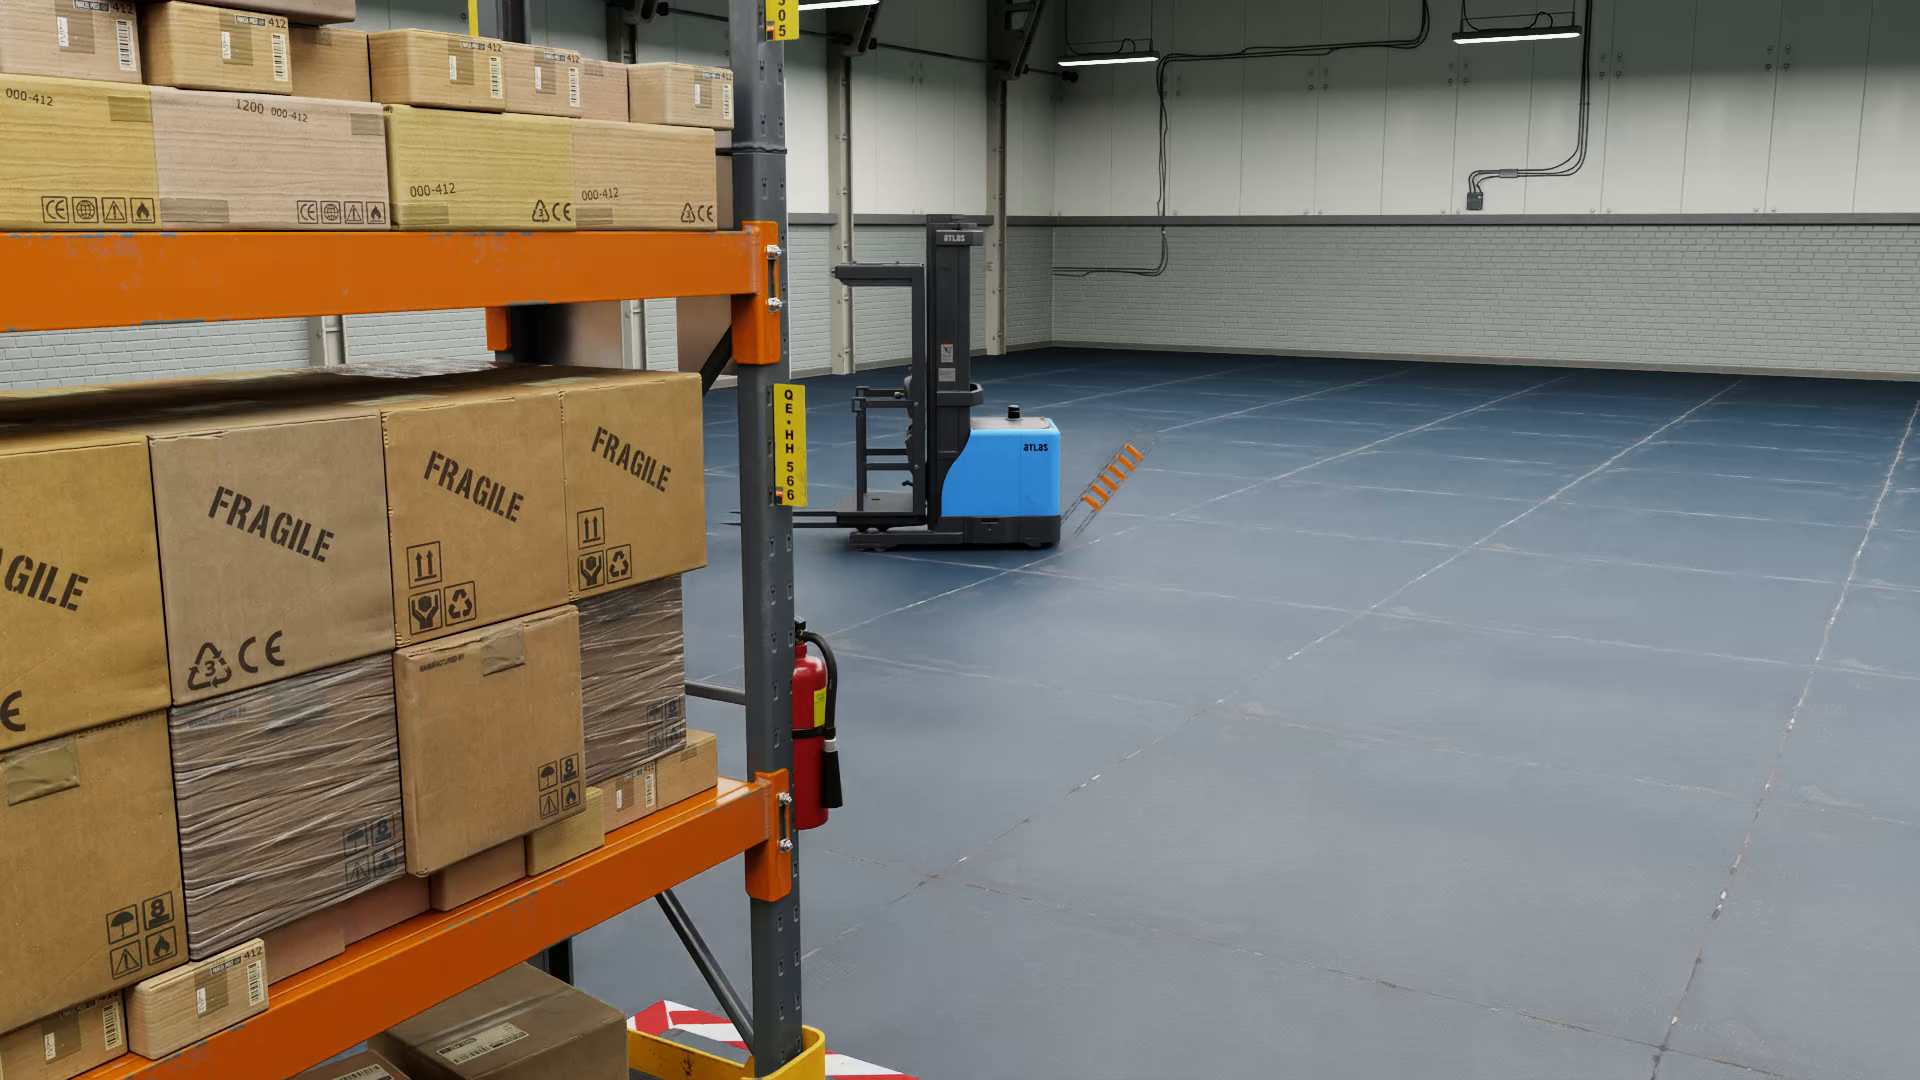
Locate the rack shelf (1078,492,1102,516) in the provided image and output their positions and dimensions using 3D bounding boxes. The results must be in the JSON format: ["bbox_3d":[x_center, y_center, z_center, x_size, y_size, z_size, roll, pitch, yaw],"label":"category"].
[{"bbox_3d":[1.199,-0.338,15.393,0.180,0.103,0.258,39,8,-7],"label":"rack shelf"}]

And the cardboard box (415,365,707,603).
[{"bbox_3d":[-0.991,-0.161,4.159,0.500,0.500,0.500,6,12,31],"label":"cardboard box"}]

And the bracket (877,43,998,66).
[{"bbox_3d":[-0.437,-9.913,33.963,0.076,0.066,4.783,6,12,31],"label":"bracket"}]

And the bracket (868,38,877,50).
[{"bbox_3d":[-1.784,-9.505,31.784,0.235,0.232,0.430,6,12,31],"label":"bracket"}]

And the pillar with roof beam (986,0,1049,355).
[{"bbox_3d":[4.492,-8.237,34.791,9.100,9.000,0.548,6,12,31],"label":"pillar with roof beam"}]

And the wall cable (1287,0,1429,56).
[{"bbox_3d":[8.429,-11.622,35.231,3.097,2.526,0.112,6,12,31],"label":"wall cable"}]

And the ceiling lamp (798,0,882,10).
[{"bbox_3d":[-1.864,-9.023,23.128,2.000,3.185,0.800,6,12,31],"label":"ceiling lamp"}]

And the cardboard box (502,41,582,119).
[{"bbox_3d":[-1.078,-1.024,3.740,0.380,0.149,0.250,6,12,28],"label":"cardboard box"}]

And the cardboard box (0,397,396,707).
[{"bbox_3d":[-1.508,-0.003,3.317,0.500,0.500,0.500,6,12,31],"label":"cardboard box"}]

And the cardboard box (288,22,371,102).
[{"bbox_3d":[-1.423,-0.955,3.373,0.380,0.149,0.250,7,12,31],"label":"cardboard box"}]

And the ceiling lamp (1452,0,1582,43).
[{"bbox_3d":[9.182,-9.749,27.010,2.000,3.185,0.800,6,12,31],"label":"ceiling lamp"}]

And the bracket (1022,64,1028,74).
[{"bbox_3d":[1.332,-10.448,36.824,0.235,0.232,0.430,6,12,31],"label":"bracket"}]

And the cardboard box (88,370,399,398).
[{"bbox_3d":[-1.701,-0.132,4.008,0.500,0.500,0.500,6,12,31],"label":"cardboard box"}]

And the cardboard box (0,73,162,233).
[{"bbox_3d":[-1.737,-0.646,2.807,0.500,0.250,0.500,6,12,30],"label":"cardboard box"}]

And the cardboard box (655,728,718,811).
[{"bbox_3d":[-0.889,0.604,4.554,0.380,0.149,0.250,6,12,31],"label":"cardboard box"}]

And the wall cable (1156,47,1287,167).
[{"bbox_3d":[5.784,-9.682,37.229,3.097,2.526,0.112,6,12,31],"label":"wall cable"}]

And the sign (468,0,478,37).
[{"bbox_3d":[-1.381,-1.540,4.796,0.100,0.325,0.005,6,12,31],"label":"sign"}]

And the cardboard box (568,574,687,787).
[{"bbox_3d":[-1.226,0.305,4.391,0.875,0.500,0.500,6,12,31],"label":"cardboard box"}]

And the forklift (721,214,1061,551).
[{"bbox_3d":[-0.629,-1.438,14.965,3.031,2.935,1.130,0,11,-1],"label":"forklift"}]

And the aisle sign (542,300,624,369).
[{"bbox_3d":[-1.141,-0.900,4.842,0.394,0.787,0.004,6,12,31],"label":"aisle sign"}]

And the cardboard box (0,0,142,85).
[{"bbox_3d":[-1.658,-0.864,2.889,0.380,0.149,0.250,6,12,28],"label":"cardboard box"}]

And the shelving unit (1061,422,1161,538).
[{"bbox_3d":[1.379,-0.556,15.352,0.189,1.200,0.258,39,8,-7],"label":"shelving unit"}]

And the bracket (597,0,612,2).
[{"bbox_3d":[-6.667,-8.025,23.882,0.076,0.066,4.783,6,12,31],"label":"bracket"}]

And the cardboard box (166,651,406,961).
[{"bbox_3d":[-1.680,0.469,3.512,0.875,0.500,0.500,6,12,31],"label":"cardboard box"}]

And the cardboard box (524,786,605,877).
[{"bbox_3d":[-1.105,0.688,4.108,0.380,0.149,0.250,6,12,31],"label":"cardboard box"}]

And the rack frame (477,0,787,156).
[{"bbox_3d":[-0.917,-2.533,4.324,1.000,3.000,0.127,6,12,31],"label":"rack frame"}]

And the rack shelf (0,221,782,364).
[{"bbox_3d":[-1.955,-0.390,2.986,1.077,0.370,4.000,6,12,31],"label":"rack shelf"}]

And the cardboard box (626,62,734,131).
[{"bbox_3d":[-0.794,-1.107,4.184,0.380,0.149,0.250,6,12,31],"label":"cardboard box"}]

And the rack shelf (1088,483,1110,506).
[{"bbox_3d":[1.275,-0.430,15.375,0.180,0.103,0.258,39,8,-7],"label":"rack shelf"}]

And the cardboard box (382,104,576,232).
[{"bbox_3d":[-1.207,-0.806,3.658,0.500,0.250,0.500,6,12,31],"label":"cardboard box"}]

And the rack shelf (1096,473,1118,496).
[{"bbox_3d":[1.351,-0.522,15.358,0.180,0.103,0.258,39,8,-7],"label":"rack shelf"}]

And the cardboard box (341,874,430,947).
[{"bbox_3d":[-1.413,0.761,3.717,0.380,0.149,0.250,6,12,31],"label":"cardboard box"}]

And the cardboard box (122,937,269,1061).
[{"bbox_3d":[-1.577,0.850,3.240,0.380,0.149,0.250,6,12,31],"label":"cardboard box"}]

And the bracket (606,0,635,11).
[{"bbox_3d":[-5.330,-8.431,26.046,0.235,0.232,0.430,6,12,31],"label":"bracket"}]

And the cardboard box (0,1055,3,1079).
[{"bbox_3d":[-1.858,0.926,2.833,0.380,0.149,0.250,6,12,31],"label":"cardboard box"}]

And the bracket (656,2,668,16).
[{"bbox_3d":[-4.899,-8.561,26.743,0.235,0.232,0.430,6,12,31],"label":"bracket"}]

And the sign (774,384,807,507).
[{"bbox_3d":[-0.453,-0.252,4.440,0.100,0.325,0.005,6,12,31],"label":"sign"}]

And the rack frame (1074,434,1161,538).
[{"bbox_3d":[1.450,-0.499,15.363,0.006,1.200,0.240,39,8,-7],"label":"rack frame"}]

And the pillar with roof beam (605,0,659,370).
[{"bbox_3d":[-1.738,-6.349,24.710,9.100,9.000,0.548,6,12,31],"label":"pillar with roof beam"}]

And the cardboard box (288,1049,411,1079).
[{"bbox_3d":[-1.537,1.632,4.032,0.500,0.500,0.500,-10,14,-43],"label":"cardboard box"}]
